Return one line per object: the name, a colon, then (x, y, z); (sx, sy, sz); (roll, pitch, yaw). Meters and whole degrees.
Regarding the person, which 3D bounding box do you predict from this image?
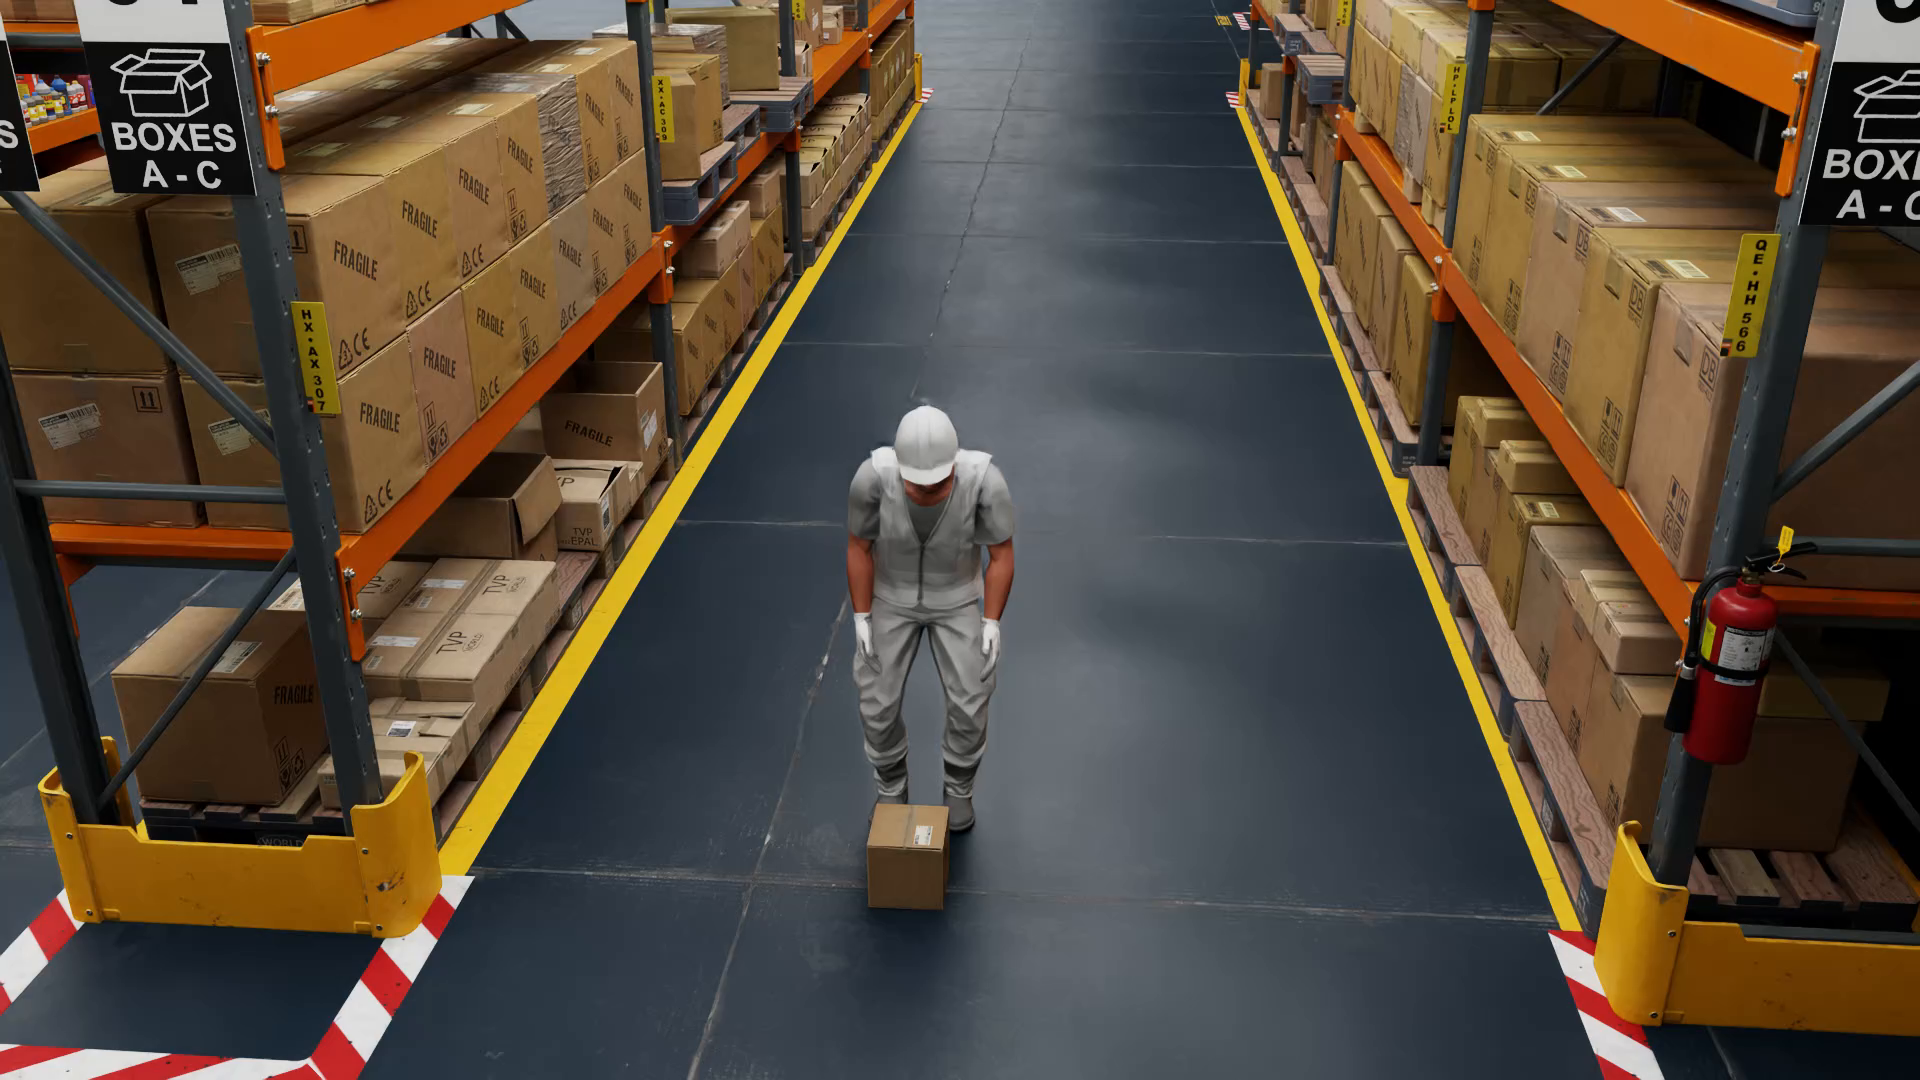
person: (-0.097, 0.261, 5.696); (0.568, 1.627, 0.602); (2, 24, 5)
